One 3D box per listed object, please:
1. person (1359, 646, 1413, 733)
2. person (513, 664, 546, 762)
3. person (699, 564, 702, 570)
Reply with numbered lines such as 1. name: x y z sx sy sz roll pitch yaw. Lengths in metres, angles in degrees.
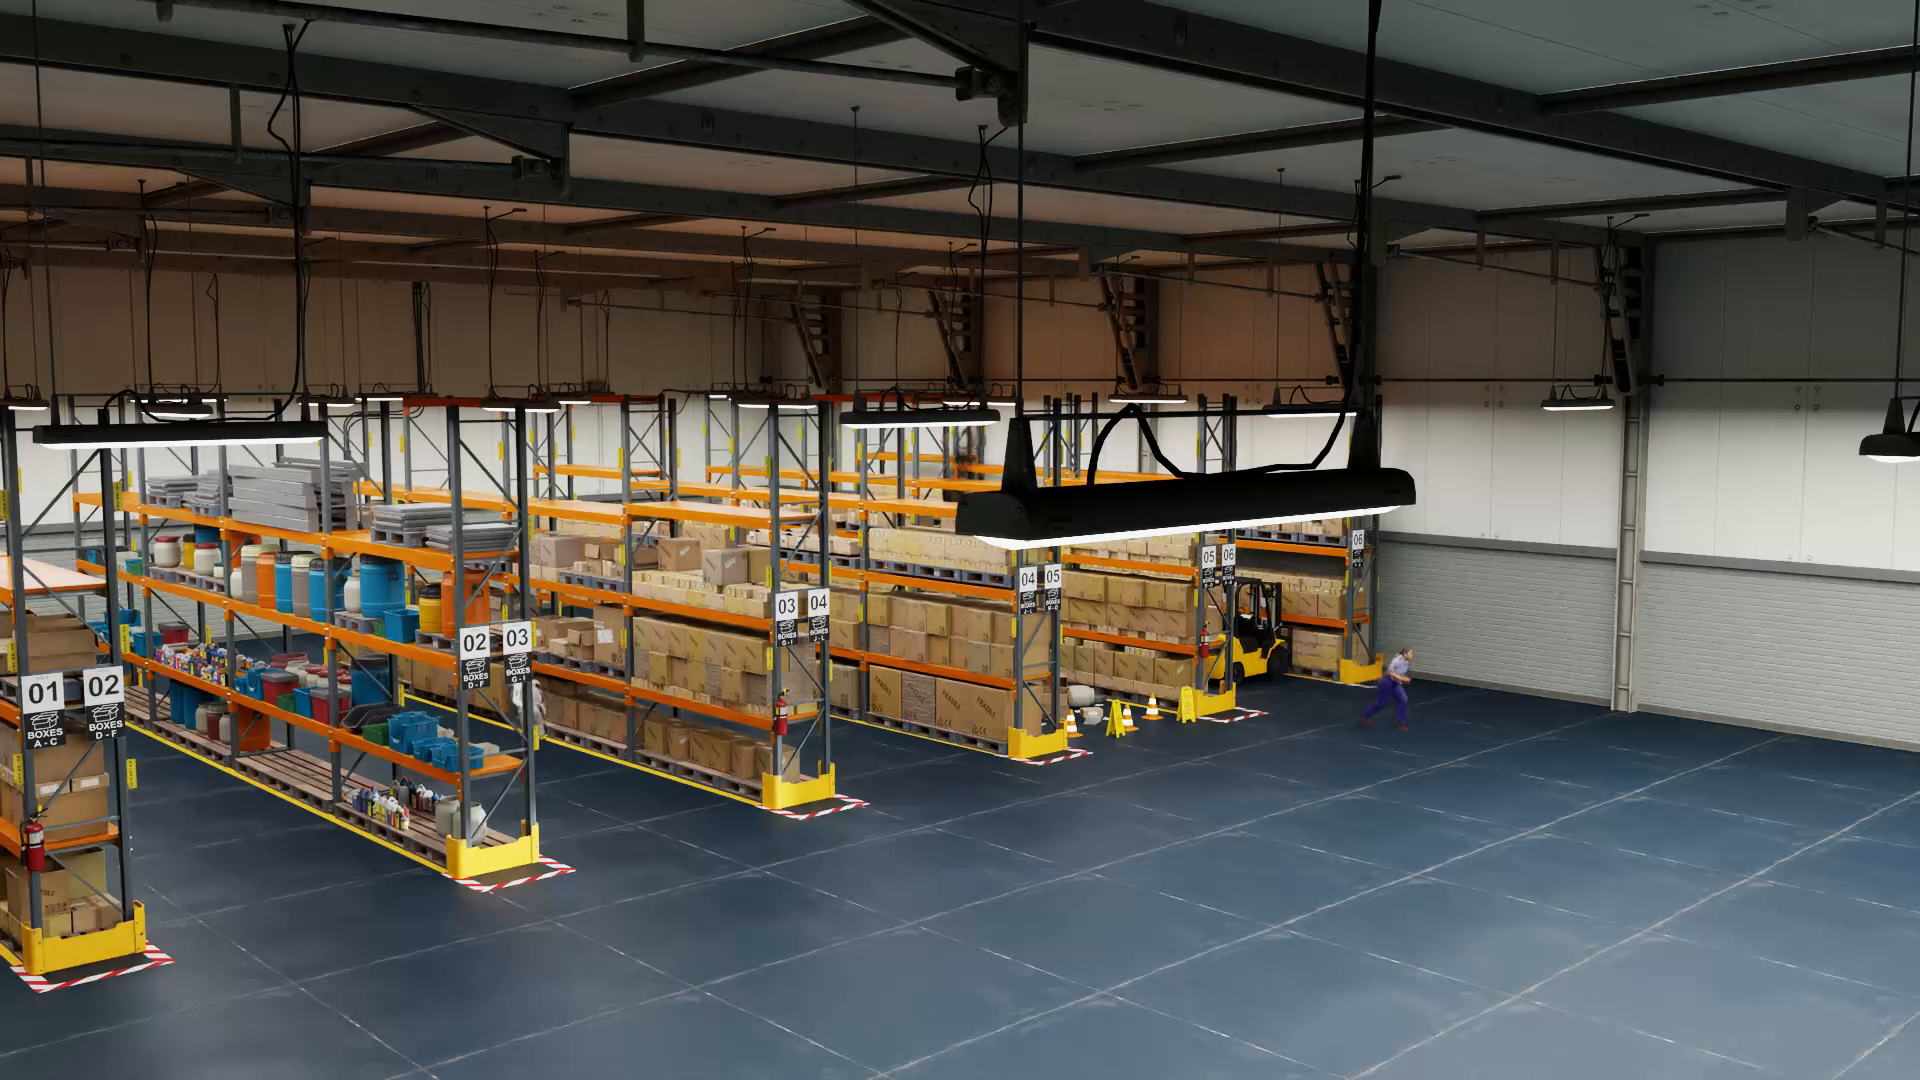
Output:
1. person: 7.710 2.680 30.069 0.948 1.612 0.649 3 7 32
2. person: -7.073 2.856 27.459 0.604 1.659 0.526 -5 7 -41
3. person: -6.768 1.222 44.221 0.660 1.677 0.595 4 7 36
